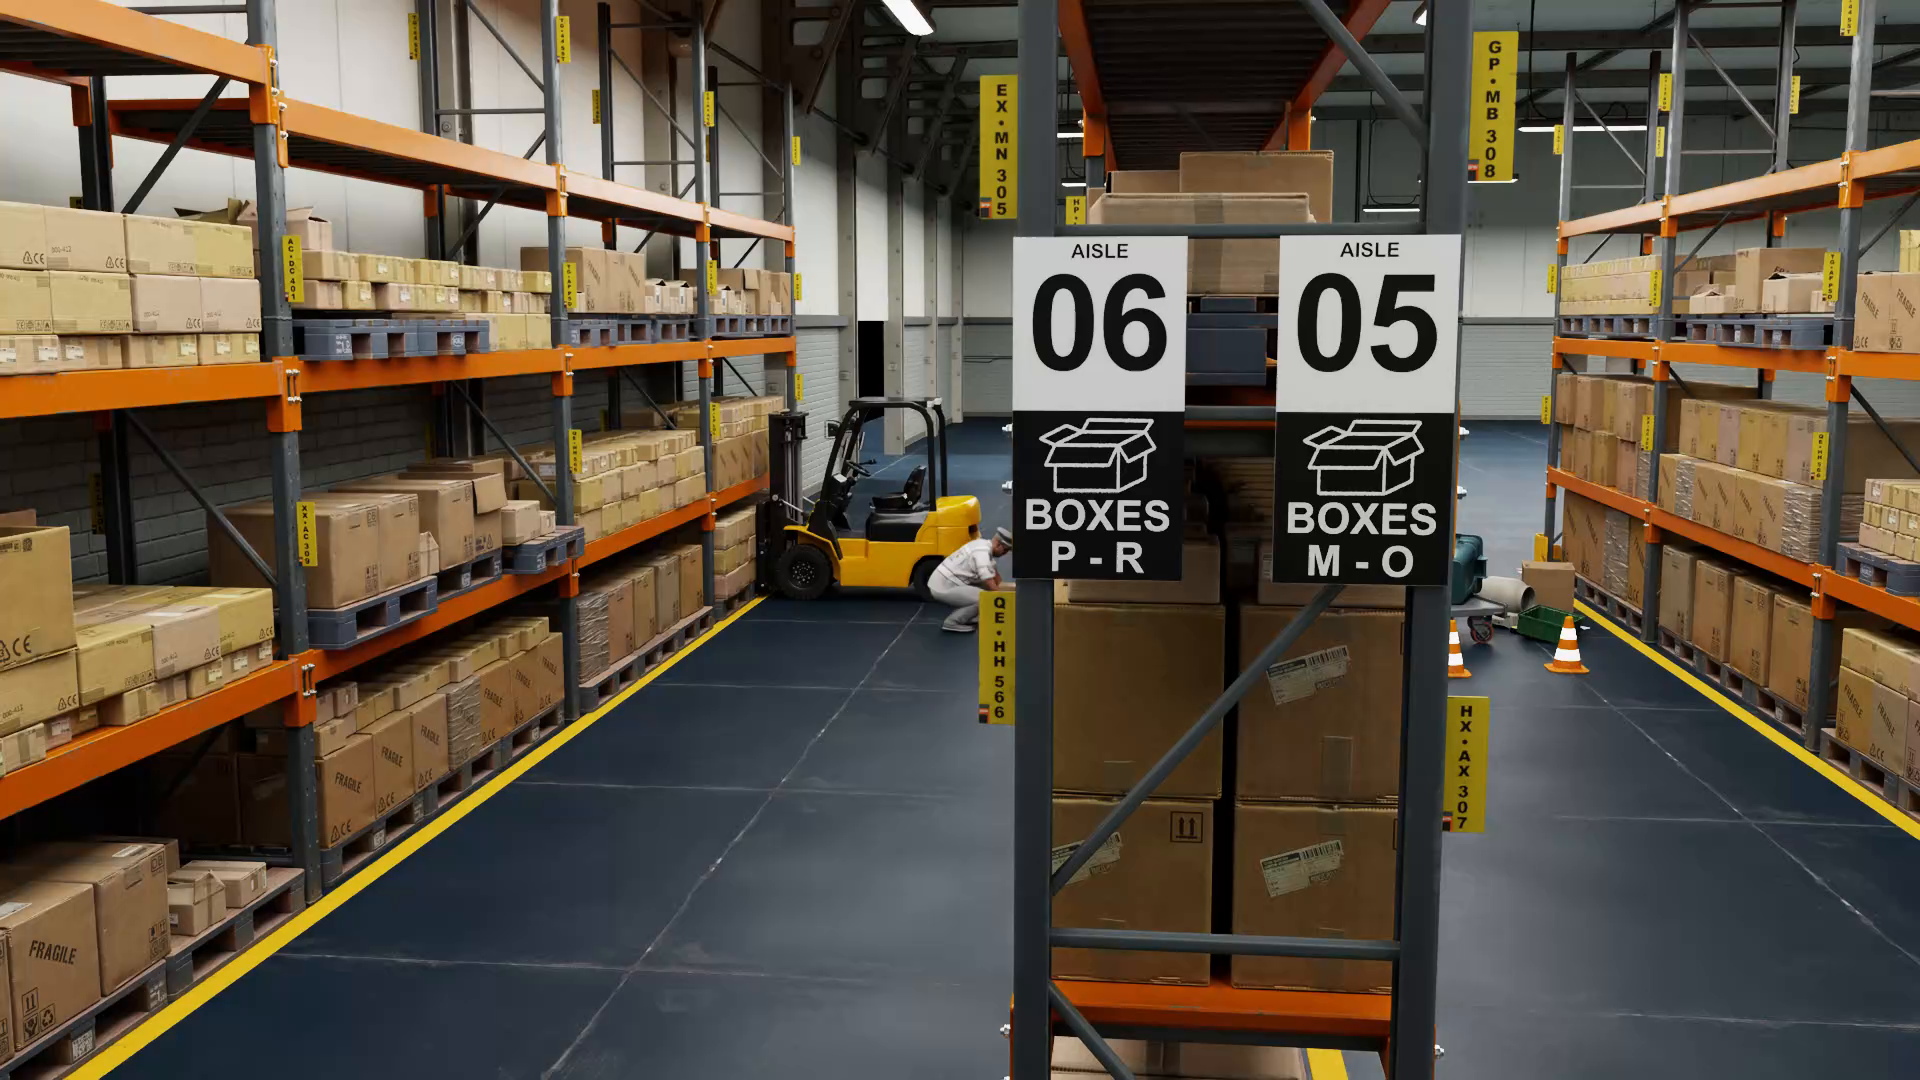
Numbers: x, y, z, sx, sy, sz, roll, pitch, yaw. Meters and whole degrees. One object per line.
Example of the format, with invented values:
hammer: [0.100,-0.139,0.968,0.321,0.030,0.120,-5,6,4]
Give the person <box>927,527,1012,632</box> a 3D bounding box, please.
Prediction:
person: [0.143,0.383,16.255,0.909,1.008,0.560,1,8,6]
